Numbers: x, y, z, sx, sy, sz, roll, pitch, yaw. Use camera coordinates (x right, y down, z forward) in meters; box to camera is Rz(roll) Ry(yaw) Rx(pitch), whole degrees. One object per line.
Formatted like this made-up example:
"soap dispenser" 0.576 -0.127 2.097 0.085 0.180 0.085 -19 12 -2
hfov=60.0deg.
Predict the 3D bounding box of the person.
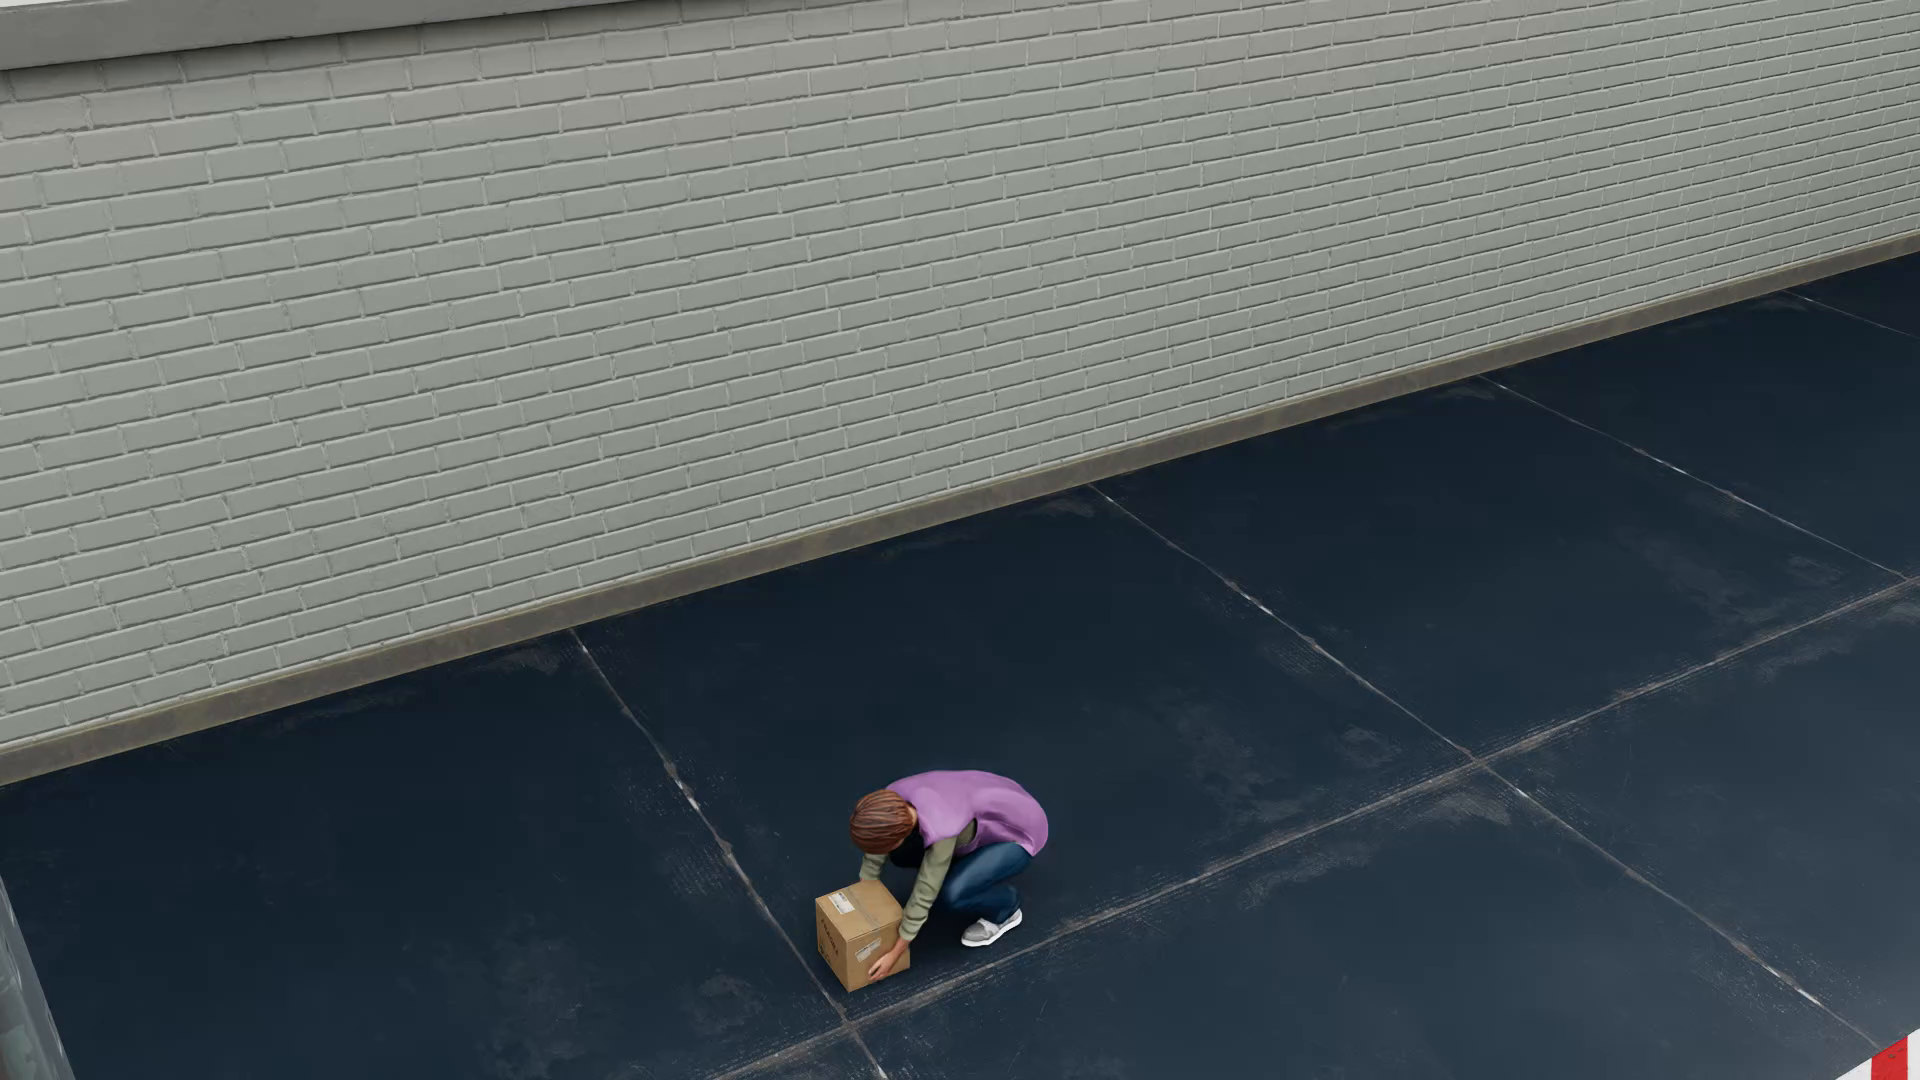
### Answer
"person" -0.047 1.116 6.013 0.808 0.764 0.438 -16 33 -26
